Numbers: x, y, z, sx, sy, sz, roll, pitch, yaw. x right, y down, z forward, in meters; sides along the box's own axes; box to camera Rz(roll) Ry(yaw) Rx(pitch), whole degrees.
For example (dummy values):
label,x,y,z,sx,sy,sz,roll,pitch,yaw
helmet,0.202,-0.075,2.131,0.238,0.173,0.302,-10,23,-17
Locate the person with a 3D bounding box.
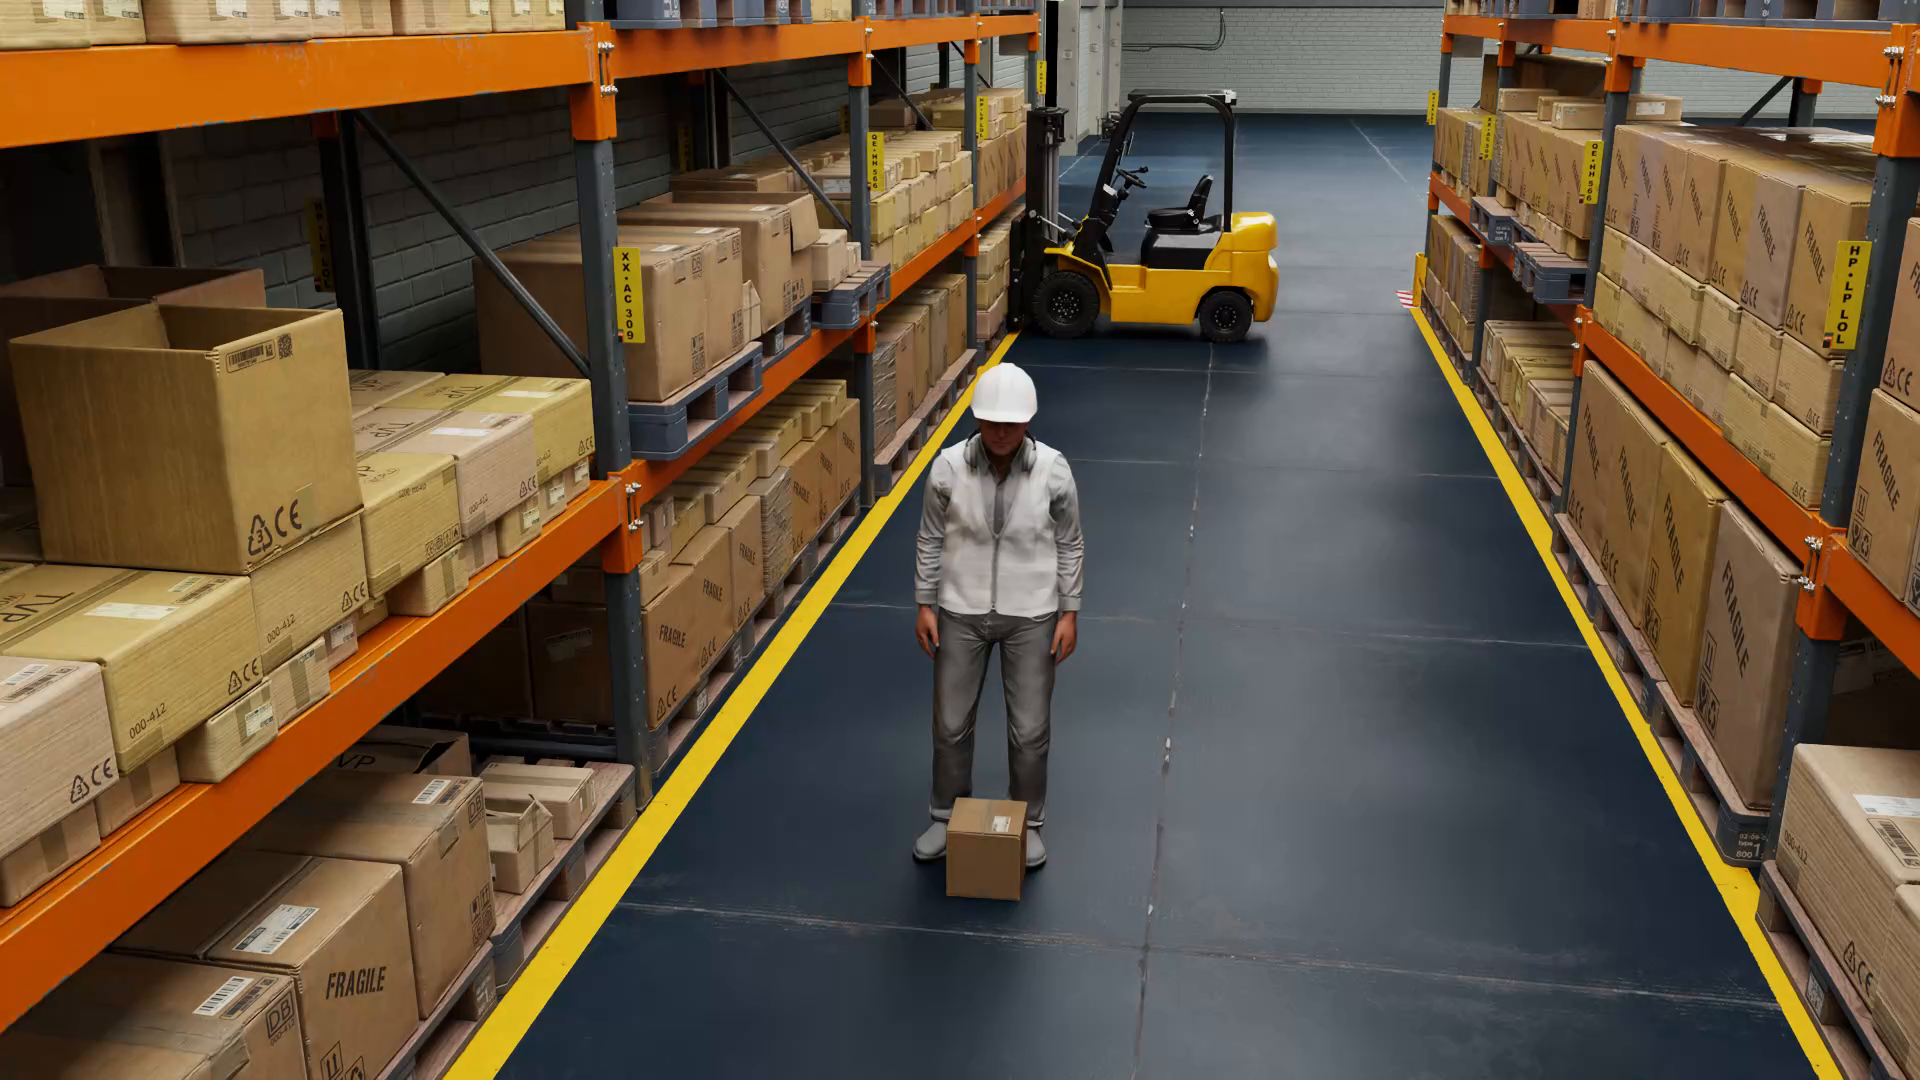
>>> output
label,x,y,z,sx,sy,sz,roll,pitch,yaw
person,0.130,0.255,5.716,0.579,1.769,0.466,2,18,6
